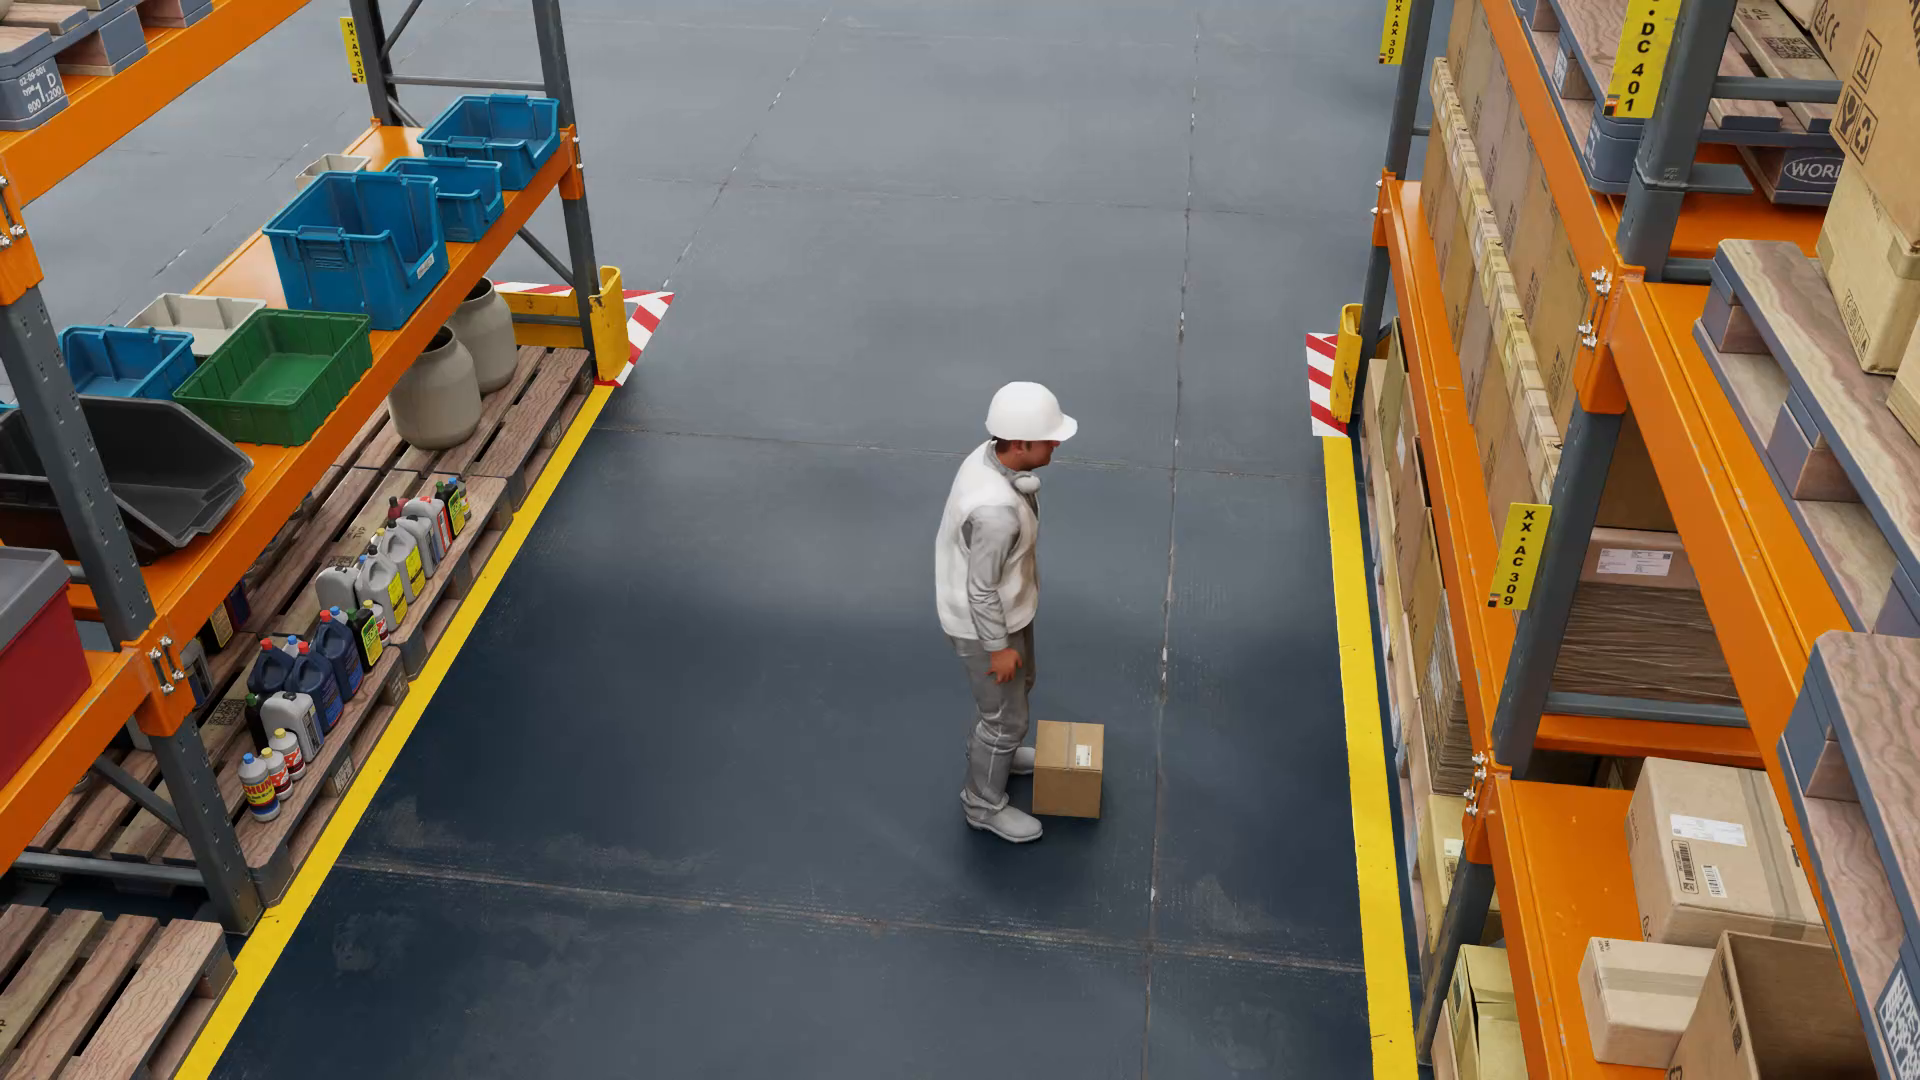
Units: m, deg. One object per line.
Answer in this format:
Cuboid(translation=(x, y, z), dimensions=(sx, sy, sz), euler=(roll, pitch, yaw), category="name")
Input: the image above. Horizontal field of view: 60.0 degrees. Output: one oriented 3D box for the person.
Cuboid(translation=(0.146, 0.234, 5.804), dimensions=(0.462, 1.768, 0.580), euler=(5, 36, 6), category="person")
